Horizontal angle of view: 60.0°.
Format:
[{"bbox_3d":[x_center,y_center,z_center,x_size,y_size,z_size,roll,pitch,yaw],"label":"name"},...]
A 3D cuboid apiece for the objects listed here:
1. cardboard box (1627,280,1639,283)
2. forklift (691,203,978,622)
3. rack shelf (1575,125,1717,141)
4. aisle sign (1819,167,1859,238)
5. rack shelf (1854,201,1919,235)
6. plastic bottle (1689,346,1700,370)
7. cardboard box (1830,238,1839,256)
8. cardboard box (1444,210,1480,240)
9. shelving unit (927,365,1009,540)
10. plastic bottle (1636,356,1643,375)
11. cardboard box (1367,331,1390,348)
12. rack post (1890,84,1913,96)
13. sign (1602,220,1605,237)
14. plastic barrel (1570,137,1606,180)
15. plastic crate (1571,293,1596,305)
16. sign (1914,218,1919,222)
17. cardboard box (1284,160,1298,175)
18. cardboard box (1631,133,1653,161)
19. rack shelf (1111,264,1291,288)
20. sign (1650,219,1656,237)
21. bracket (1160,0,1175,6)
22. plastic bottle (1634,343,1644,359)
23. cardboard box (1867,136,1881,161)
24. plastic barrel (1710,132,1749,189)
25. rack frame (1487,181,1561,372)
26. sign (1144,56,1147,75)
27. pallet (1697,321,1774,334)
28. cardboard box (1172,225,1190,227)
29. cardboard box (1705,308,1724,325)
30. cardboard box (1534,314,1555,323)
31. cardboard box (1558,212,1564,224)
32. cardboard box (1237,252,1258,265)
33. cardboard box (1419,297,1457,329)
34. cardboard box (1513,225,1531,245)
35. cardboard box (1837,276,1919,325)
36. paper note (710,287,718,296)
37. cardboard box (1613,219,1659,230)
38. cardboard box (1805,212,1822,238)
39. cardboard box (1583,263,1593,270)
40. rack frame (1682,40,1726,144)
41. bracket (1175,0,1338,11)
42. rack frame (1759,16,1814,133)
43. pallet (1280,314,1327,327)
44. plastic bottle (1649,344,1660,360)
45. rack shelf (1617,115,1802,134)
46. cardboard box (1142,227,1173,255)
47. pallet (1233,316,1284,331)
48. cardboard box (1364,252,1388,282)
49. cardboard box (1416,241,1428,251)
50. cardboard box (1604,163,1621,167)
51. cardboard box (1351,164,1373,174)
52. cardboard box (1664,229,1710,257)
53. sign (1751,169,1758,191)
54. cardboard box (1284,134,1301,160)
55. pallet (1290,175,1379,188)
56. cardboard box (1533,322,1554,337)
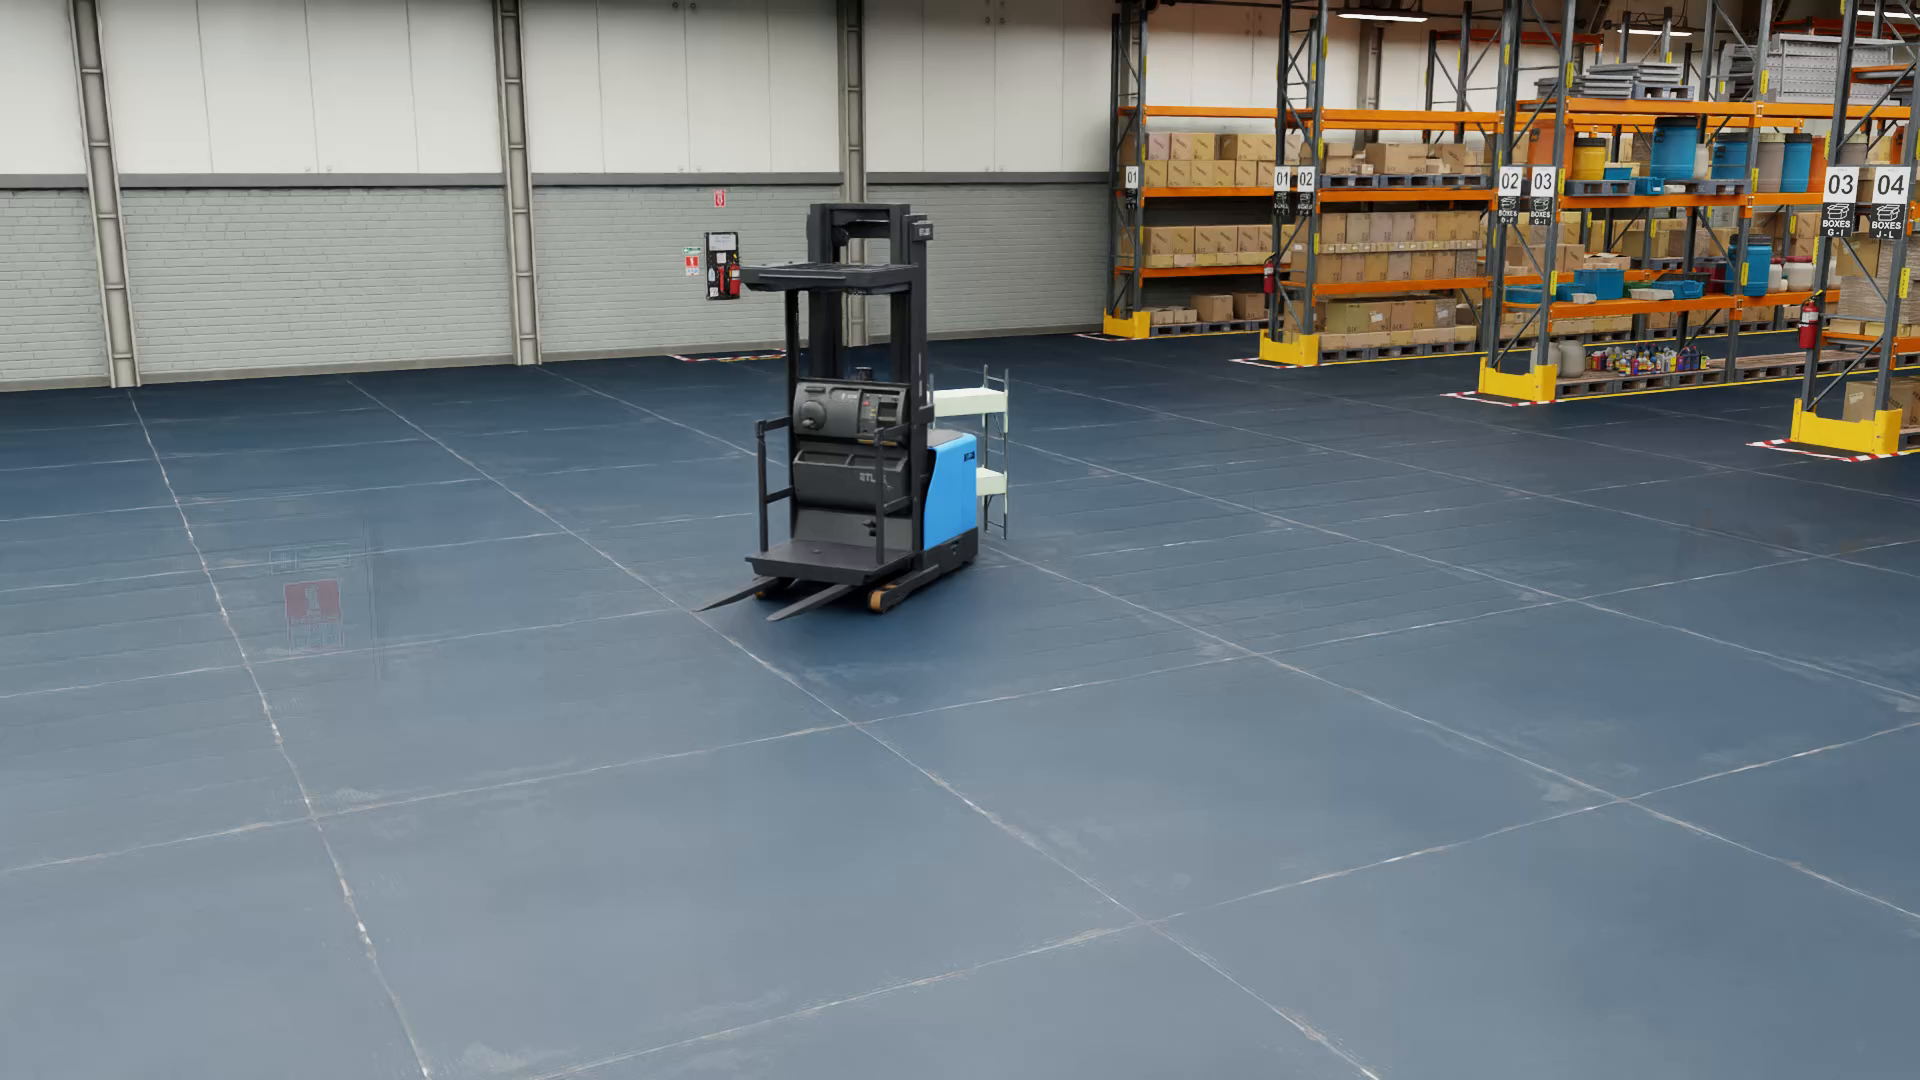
[{"bbox_3d":[15.281,-5.827,38.404,0.500,0.500,0.700,-6,14,-27],"label":"cardboard box"},{"bbox_3d":[-0.923,-1.002,12.387,1.130,2.935,3.031,6,14,24],"label":"forklift"},{"bbox_3d":[15.437,-9.268,37.843,4.000,0.370,1.077,-7,14,-28],"label":"rack shelf"},{"bbox_3d":[10.071,-3.870,19.052,0.004,0.787,0.394,-7,14,-28],"label":"aisle sign"},{"bbox_3d":[12.025,-3.873,19.794,4.000,0.370,1.077,-7,14,-28],"label":"rack shelf"},{"bbox_3d":[10.980,-2.725,24.915,0.185,0.351,0.144,-7,15,-29],"label":"plastic bottle"},{"bbox_3d":[17.525,-5.879,33.671,0.500,0.500,0.500,-7,14,-28],"label":"cardboard box"},{"bbox_3d":[8.650,-5.514,29.098,0.500,0.500,0.700,-7,14,-28],"label":"cardboard box"},{"bbox_3d":[-0.006,-0.731,14.441,0.755,1.500,0.431,-7,14,-28],"label":"shelving unit"},{"bbox_3d":[9.937,-2.555,24.343,0.097,0.271,0.097,0,13,0],"label":"plastic bottle"},{"bbox_3d":[6.979,-3.443,28.380,0.500,0.250,0.500,-7,14,-28],"label":"cardboard box"},{"bbox_3d":[15.534,-7.320,26.814,0.937,0.300,0.954,-7,14,-28],"label":"rack post"},{"bbox_3d":[12.279,-5.931,31.676,0.005,0.325,0.100,-7,14,-28],"label":"sign"},{"bbox_3d":[8.836,-5.409,23.596,0.600,0.588,0.600,0,13,0],"label":"plastic barrel"},{"bbox_3d":[8.836,-3.408,23.522,0.250,0.136,0.298,-7,14,-28],"label":"plastic crate"},{"bbox_3d":[19.818,-6.753,34.427,0.005,0.325,0.100,-7,14,-28],"label":"sign"},{"bbox_3d":[6.333,-7.256,32.913,0.500,0.500,0.500,-6,14,-26],"label":"cardboard box"},{"bbox_3d":[12.934,-7.346,31.082,0.500,0.500,0.500,-7,14,-28],"label":"cardboard box"},{"bbox_3d":[4.904,-5.273,32.848,4.000,0.370,1.077,-7,14,-28],"label":"rack shelf"},{"bbox_3d":[12.816,-5.760,30.733,0.005,0.325,0.100,-7,14,-28],"label":"sign"},{"bbox_3d":[3.883,-10.312,31.738,0.430,0.232,0.235,-7,14,-28],"label":"bracket"},{"bbox_3d":[10.334,-2.823,25.353,0.185,0.351,0.144,-8,15,-30],"label":"plastic bottle"},{"bbox_3d":[18.259,-7.976,33.882,0.500,0.500,0.700,-7,14,-28],"label":"cardboard box"},{"bbox_3d":[11.749,-5.729,25.260,0.708,0.901,0.600,-7,14,-28],"label":"plastic barrel"},{"bbox_3d":[7.896,-3.505,23.351,0.127,3.000,1.000,-7,14,-28],"label":"rack frame"},{"bbox_3d":[3.409,-8.731,30.600,0.005,0.325,0.100,-7,14,-28],"label":"sign"},{"bbox_3d":[15.363,-4.269,33.097,1.213,0.211,1.003,-7,14,-28],"label":"pallet"},{"bbox_3d":[4.359,-5.913,32.641,0.500,0.500,0.500,-7,15,-29],"label":"cardboard box"},{"bbox_3d":[14.439,-4.453,32.256,0.500,0.500,0.500,-7,15,-30],"label":"cardboard box"},{"bbox_3d":[10.414,-4.119,30.110,0.500,0.311,0.500,-7,15,-30],"label":"cardboard box"},{"bbox_3d":[12.941,-7.096,36.647,0.500,0.250,0.500,-6,14,-27],"label":"cardboard box"},{"bbox_3d":[5.514,-5.556,32.763,0.500,0.250,0.500,-7,14,-28],"label":"cardboard box"},{"bbox_3d":[8.290,-3.969,29.010,0.500,0.500,0.500,-7,14,-28],"label":"cardboard box"},{"bbox_3d":[12.073,-6.623,36.254,0.500,0.500,0.500,-6,14,-26],"label":"cardboard box"},{"bbox_3d":[10.765,-2.797,19.299,0.500,0.500,0.875,-7,14,-28],"label":"cardboard box"},{"bbox_3d":[-4.293,-4.335,29.048,0.142,0.148,0.016,-7,14,-28],"label":"paper note"},{"bbox_3d":[15.443,-7.031,38.335,0.700,0.700,0.980,-8,15,-31],"label":"cardboard box"},{"bbox_3d":[17.060,-6.308,33.304,0.500,0.500,0.500,-7,15,-30],"label":"cardboard box"},{"bbox_3d":[11.455,-5.034,30.717,0.250,0.149,0.380,-6,14,-24],"label":"cardboard box"},{"bbox_3d":[17.193,-10.024,38.655,0.127,3.000,1.000,-7,14,-28],"label":"rack frame"},{"bbox_3d":[6.145,-10.584,32.943,4.783,0.066,0.076,-7,14,-28],"label":"bracket"},{"bbox_3d":[16.059,-8.649,32.545,0.127,3.000,1.000,-7,14,-28],"label":"rack frame"},{"bbox_3d":[7.343,-4.557,34.375,1.213,0.211,1.003,-7,14,-28],"label":"pallet"},{"bbox_3d":[10.569,-2.815,25.318,0.185,0.351,0.144,-7,14,-28],"label":"plastic bottle"},{"bbox_3d":[14.303,-7.892,31.733,4.000,0.370,1.077,-7,14,-28],"label":"rack shelf"},{"bbox_3d":[3.712,-5.709,31.732,0.500,0.500,0.500,-7,14,-28],"label":"cardboard box"},{"bbox_3d":[6.087,-4.397,33.666,1.213,0.211,1.003,-7,14,-28],"label":"pallet"},{"bbox_3d":[6.839,-4.662,28.267,0.500,0.500,0.700,-7,14,-27],"label":"cardboard box"},{"bbox_3d":[7.785,-5.043,28.479,0.250,0.149,0.380,-6,14,-26],"label":"cardboard box"},{"bbox_3d":[11.725,-6.779,30.454,0.500,0.250,0.500,-6,14,-26],"label":"cardboard box"},{"bbox_3d":[6.643,-6.164,27.630,0.250,0.149,0.380,-7,14,-28],"label":"cardboard box"},{"bbox_3d":[13.941,-5.702,31.932,0.500,0.500,0.700,-4,13,-17],"label":"cardboard box"},{"bbox_3d":[11.661,-5.286,24.414,0.005,0.325,0.100,-7,14,-28],"label":"sign"},{"bbox_3d":[6.350,-7.740,32.785,0.500,0.500,0.500,-8,15,-33],"label":"cardboard box"},{"bbox_3d":[6.159,-5.949,27.583,1.213,0.211,1.003,-7,14,-28],"label":"pallet"},{"bbox_3d":[10.412,-3.847,30.178,0.500,0.250,0.500,-7,15,-30],"label":"cardboard box"}]
